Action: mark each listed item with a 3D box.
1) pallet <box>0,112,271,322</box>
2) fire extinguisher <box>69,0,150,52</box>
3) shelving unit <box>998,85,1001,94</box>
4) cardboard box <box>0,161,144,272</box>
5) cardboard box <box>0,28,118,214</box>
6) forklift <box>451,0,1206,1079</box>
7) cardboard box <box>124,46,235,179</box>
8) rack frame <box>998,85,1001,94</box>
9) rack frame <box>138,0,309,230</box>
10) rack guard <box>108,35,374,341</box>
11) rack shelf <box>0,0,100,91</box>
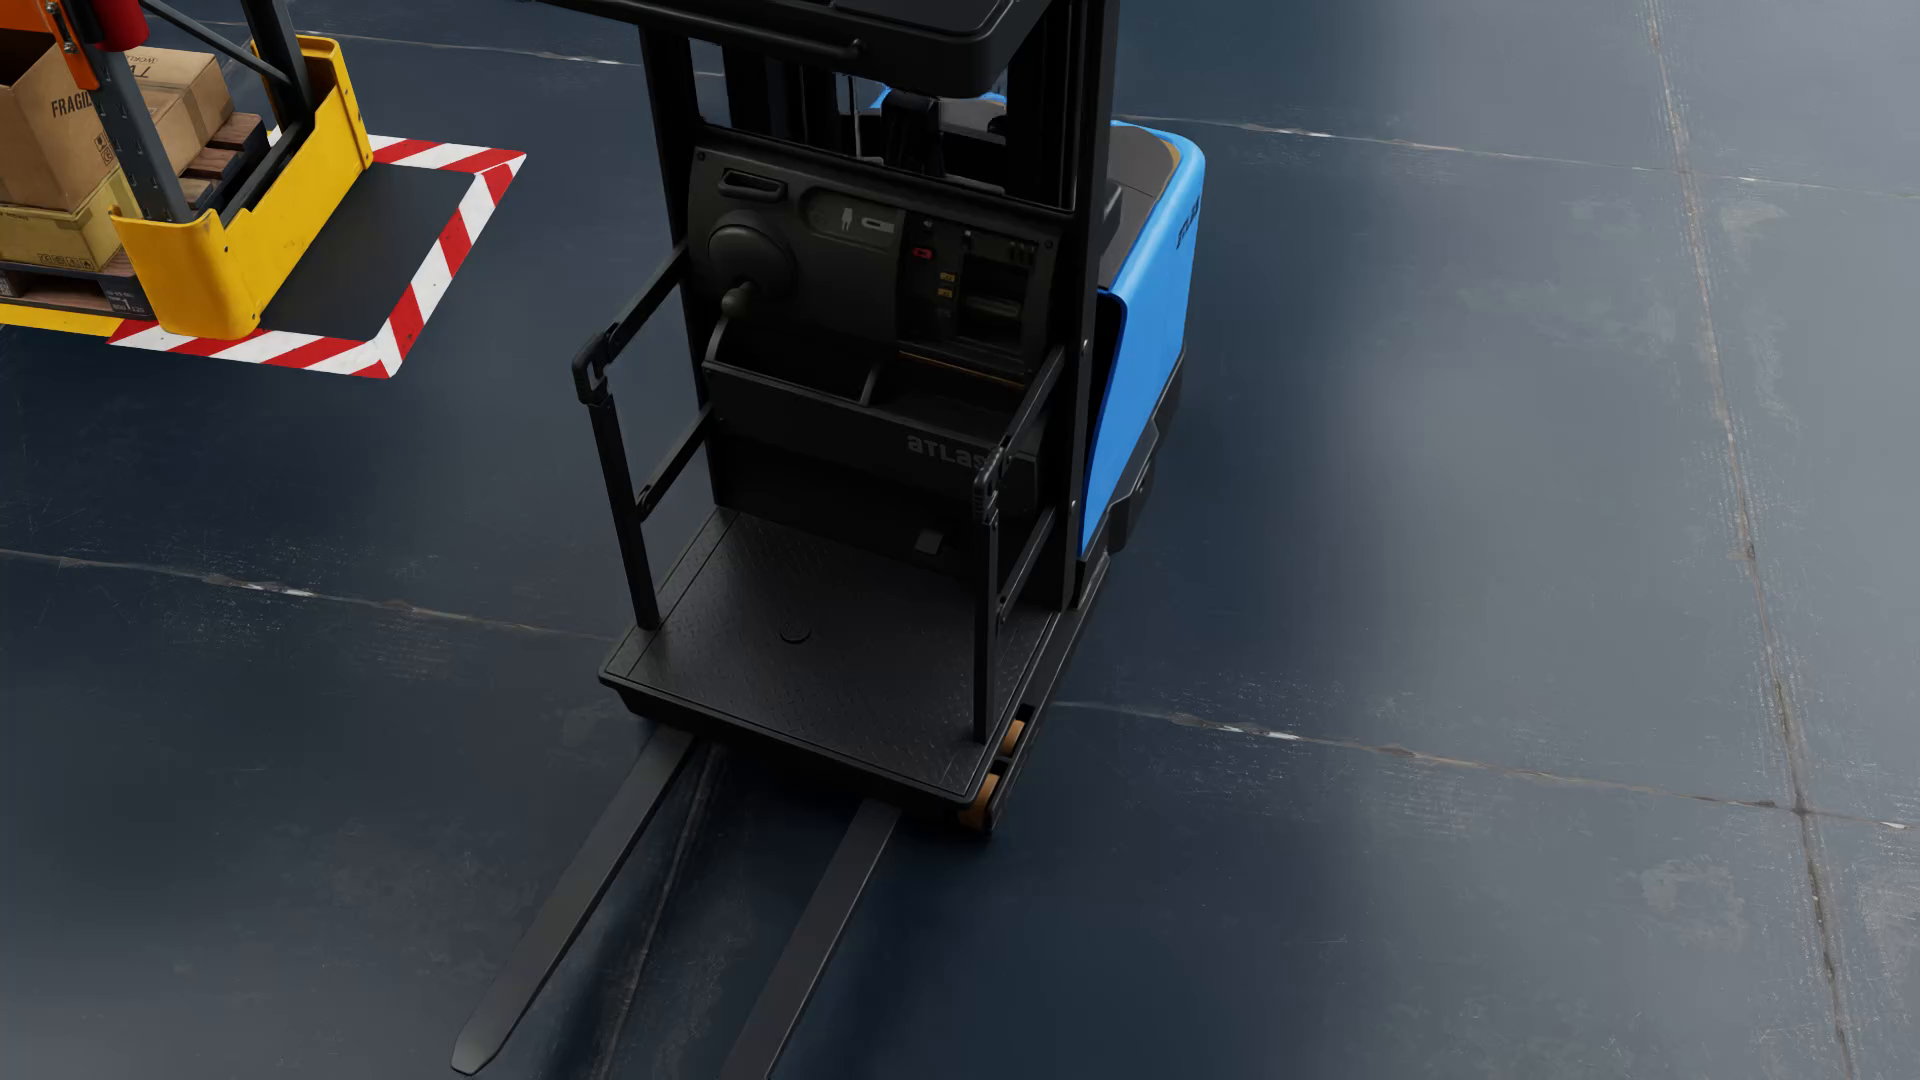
[{"bbox_3d":[-3.378,-1.291,6.268,1.213,0.211,1.003,8,49,7],"label":"pallet"},{"bbox_3d":[-2.584,-1.771,4.877,0.183,0.674,0.296,8,49,7],"label":"fire extinguisher"},{"bbox_3d":[0.229,-1.078,5.612,0.210,0.900,0.258,-2,48,-3],"label":"shelving unit"},{"bbox_3d":[-3.198,-1.229,5.904,0.500,0.250,0.500,8,49,7],"label":"cardboard box"},{"bbox_3d":[-3.198,-1.478,5.623,0.500,0.500,0.500,8,49,7],"label":"cardboard box"},{"bbox_3d":[-0.296,-0.555,3.779,1.130,2.935,3.031,17,50,15],"label":"forklift"},{"bbox_3d":[-3.106,-1.608,6.244,0.500,0.250,0.500,8,49,7],"label":"cardboard box"},{"bbox_3d":[0.127,-1.074,5.607,0.006,0.900,0.240,-2,48,-3],"label":"rack frame"},{"bbox_3d":[-2.618,-2.150,5.166,0.053,2.616,0.949,8,49,7],"label":"rack frame"},{"bbox_3d":[-2.594,-1.314,6.095,0.348,0.500,1.175,8,49,7],"label":"rack guard"},{"bbox_3d":[-4.586,-2.177,5.673,4.000,0.370,1.077,8,49,7],"label":"rack shelf"}]
